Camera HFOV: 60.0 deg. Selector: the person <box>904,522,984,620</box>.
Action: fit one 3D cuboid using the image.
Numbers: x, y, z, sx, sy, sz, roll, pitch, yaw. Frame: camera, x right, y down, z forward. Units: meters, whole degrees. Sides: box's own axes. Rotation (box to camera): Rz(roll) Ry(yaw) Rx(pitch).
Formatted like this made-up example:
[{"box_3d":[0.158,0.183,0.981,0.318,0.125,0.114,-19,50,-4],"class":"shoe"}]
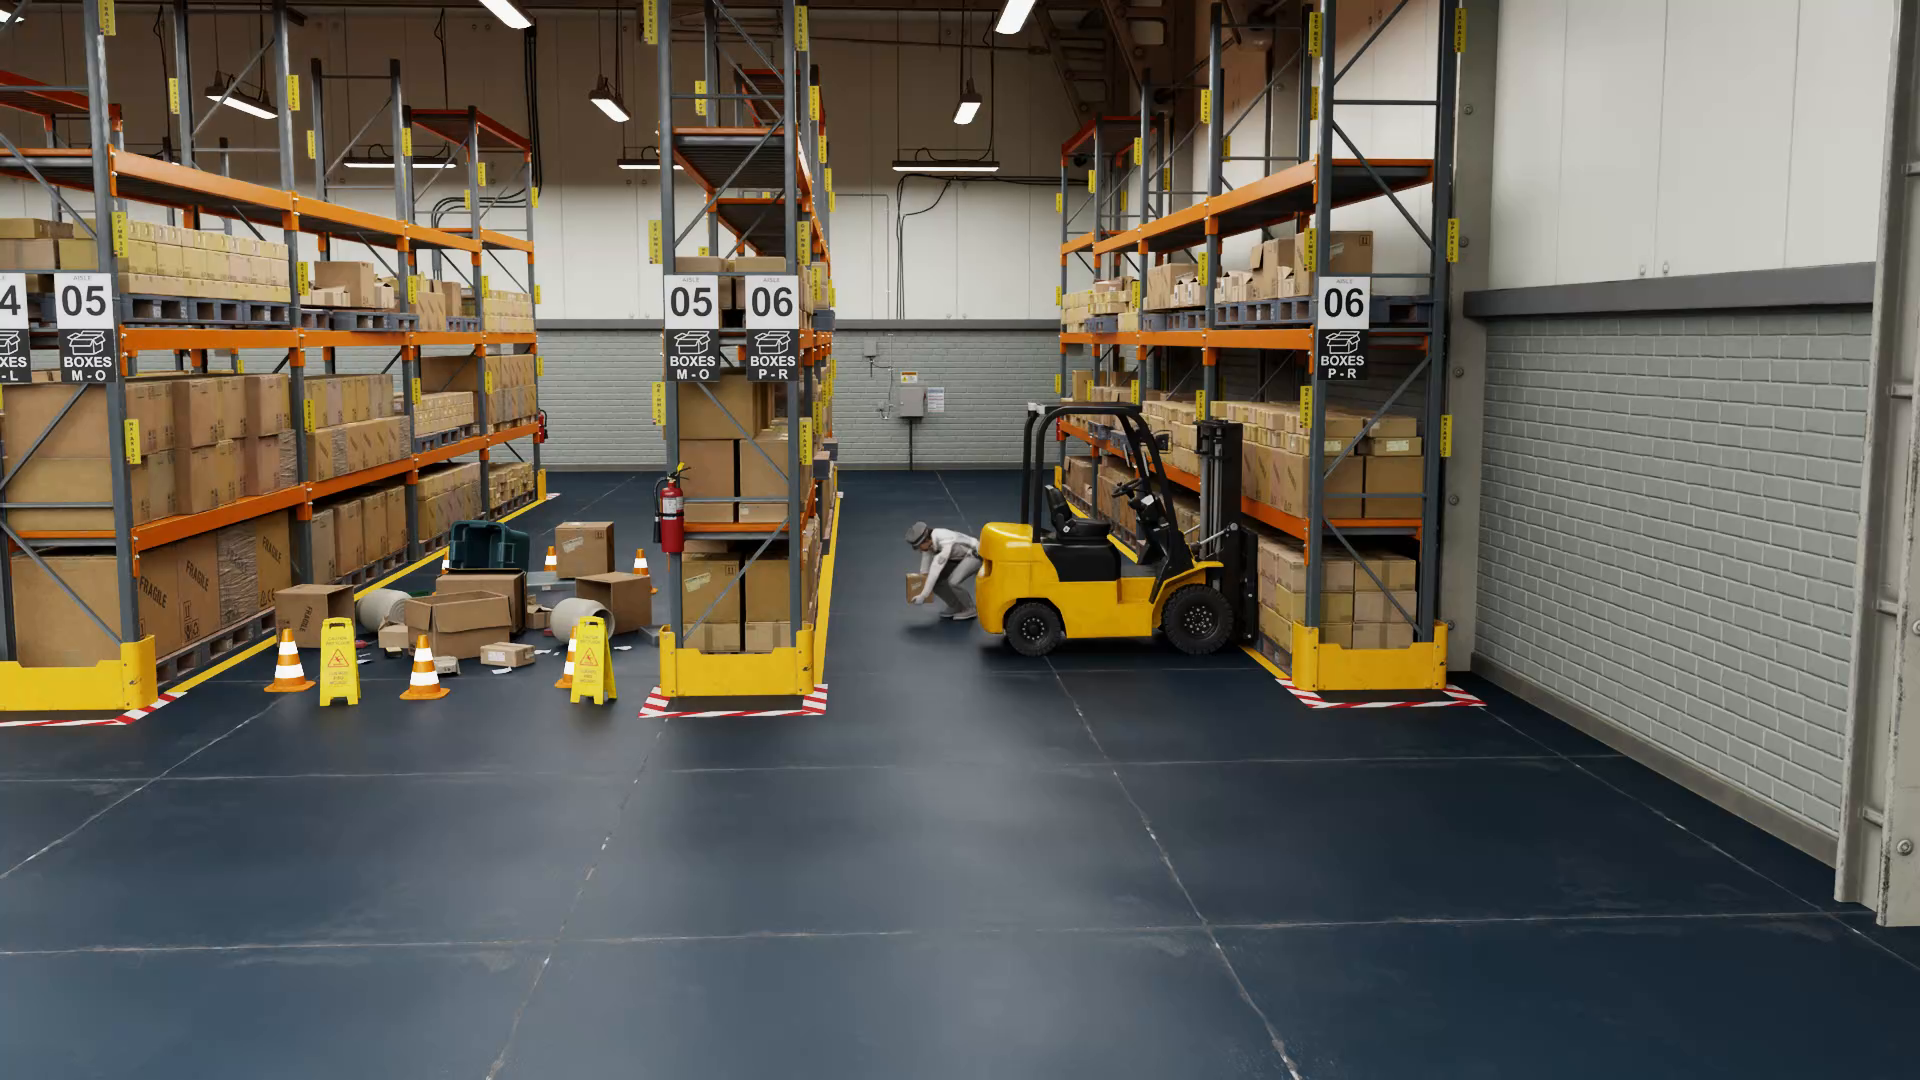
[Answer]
[{"box_3d":[-0.154,0.291,16.221,0.893,0.978,0.467,-5,8,-35],"class":"person"}]
